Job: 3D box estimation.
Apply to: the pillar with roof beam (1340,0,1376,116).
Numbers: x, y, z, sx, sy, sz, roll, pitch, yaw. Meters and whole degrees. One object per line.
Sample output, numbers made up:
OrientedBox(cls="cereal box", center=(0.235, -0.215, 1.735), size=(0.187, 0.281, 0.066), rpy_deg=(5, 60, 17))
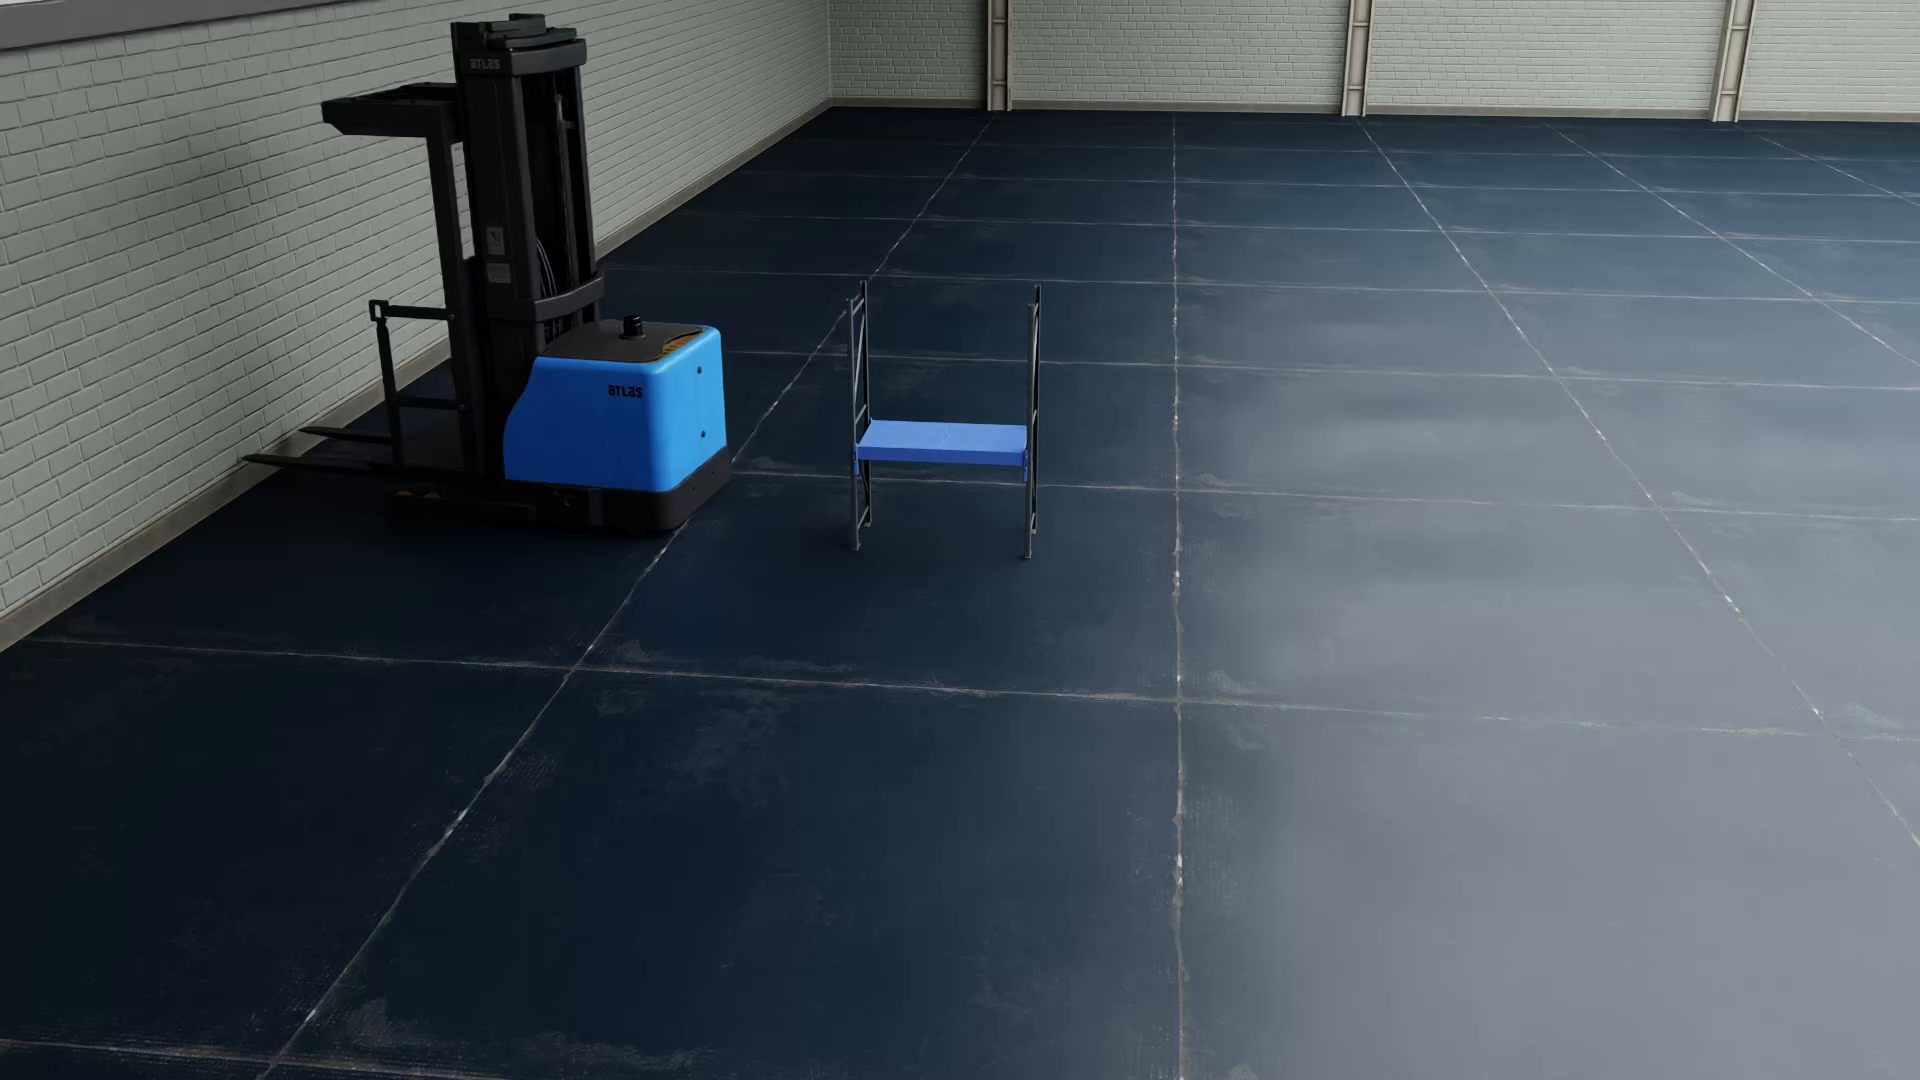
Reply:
OrientedBox(cls="pillar with roof beam", center=(6.135, -9.809, 22.511), size=(0.400, 9.000, 9.100), rpy_deg=(2, 22, 6))

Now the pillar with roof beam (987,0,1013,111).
OrientedBox(cls="pillar with roof beam", center=(0.177, -10.068, 23.168), size=(0.400, 9.000, 9.100), rpy_deg=(2, 22, 6))

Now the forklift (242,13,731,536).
OrientedBox(cls="forklift", center=(-3.056, -1.664, 10.163), size=(3.031, 2.935, 1.130), rpy_deg=(5, 22, 13))

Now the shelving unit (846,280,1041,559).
OrientedBox(cls="shelving unit", center=(-0.085, -0.701, 9.673), size=(1.048, 1.500, 0.538), rpy_deg=(2, 22, 6))

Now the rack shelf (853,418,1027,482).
OrientedBox(cls="rack shelf", center=(-0.085, -0.534, 9.740), size=(1.000, 0.185, 0.538), rpy_deg=(2, 22, 6))

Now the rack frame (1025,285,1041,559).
OrientedBox(cls="rack frame", center=(0.420, -0.679, 9.618), size=(0.032, 1.500, 0.500), rpy_deg=(2, 22, 6))

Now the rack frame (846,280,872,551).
OrientedBox(cls="rack frame", center=(-0.590, -0.723, 9.729), size=(0.032, 1.500, 0.500), rpy_deg=(2, 22, 6))

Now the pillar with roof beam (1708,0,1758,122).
OrientedBox(cls="pillar with roof beam", center=(12.093, -9.549, 21.854), size=(0.400, 9.000, 9.100), rpy_deg=(2, 22, 6))
